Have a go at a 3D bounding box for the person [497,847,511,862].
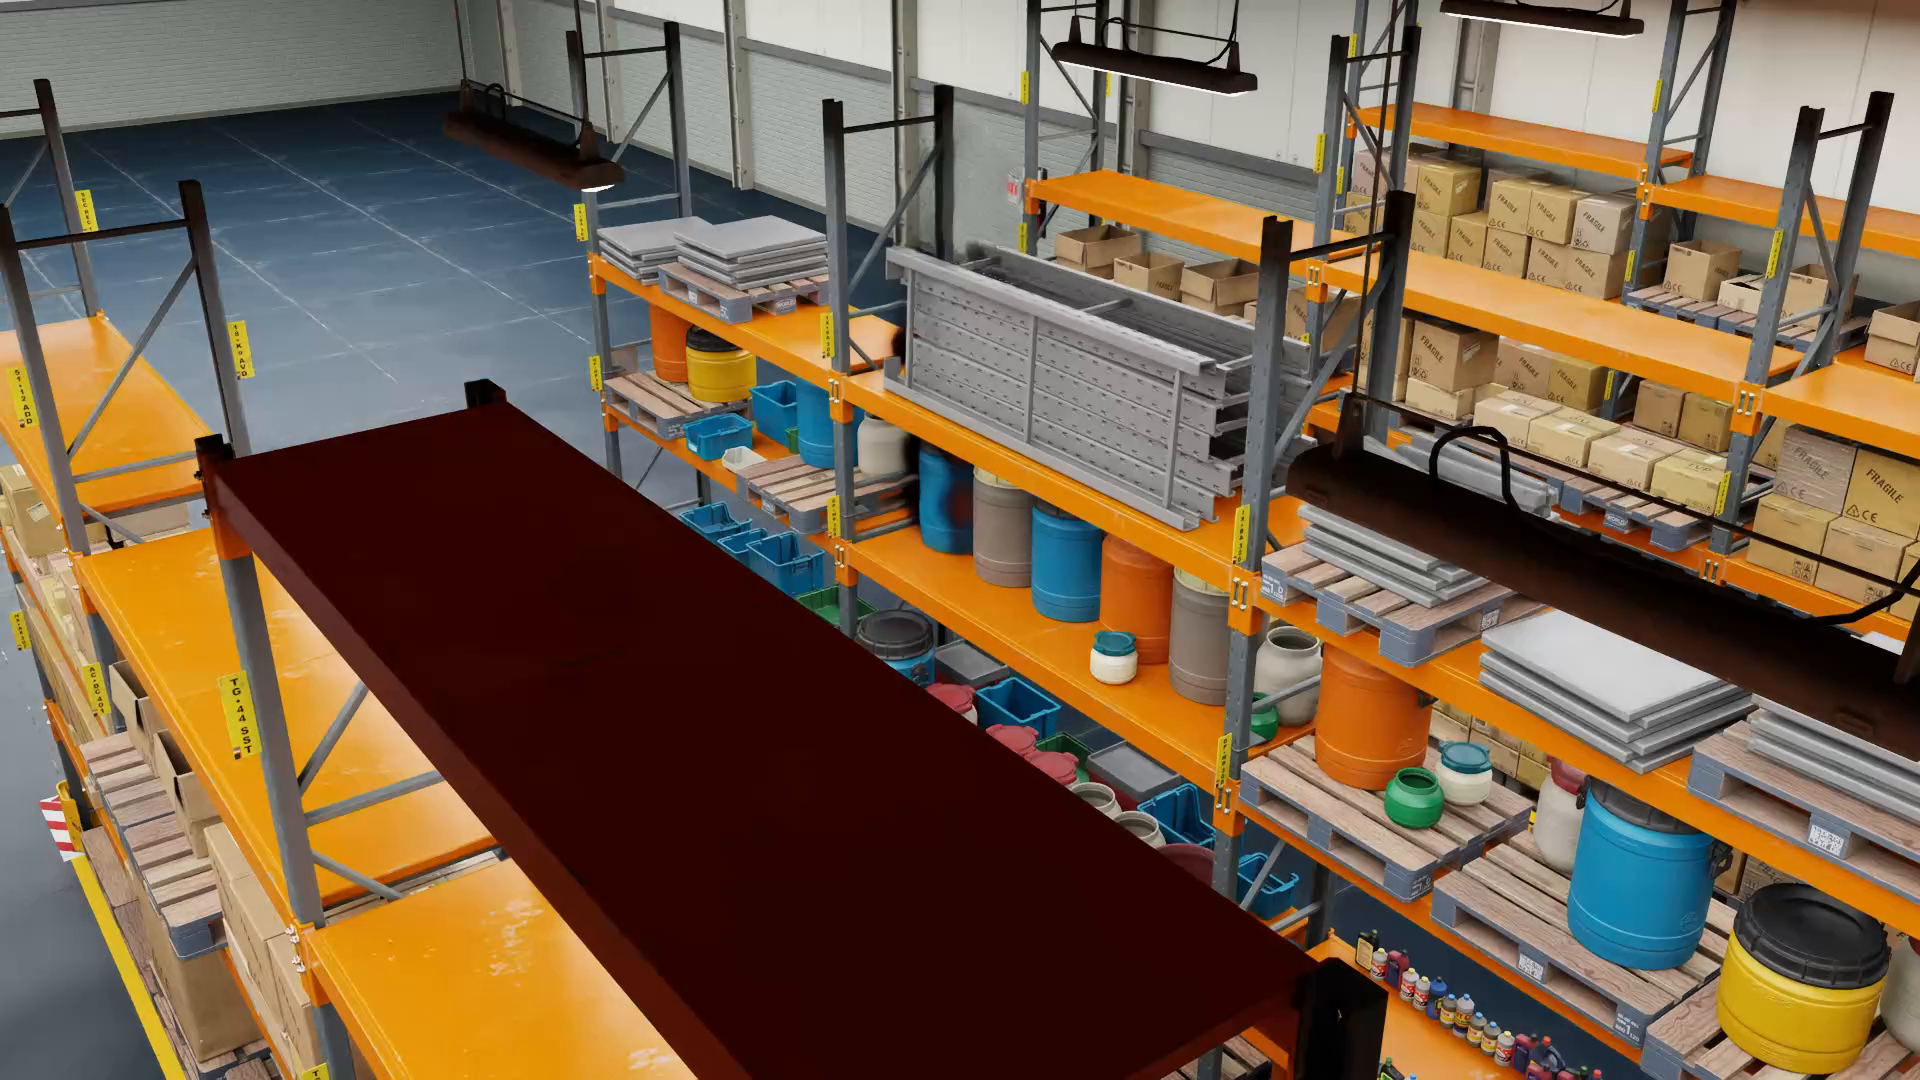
[{"bbox_3d":[-3.325,1.928,12.149,0.787,1.622,0.520,19,31,35],"label":"person"}]
